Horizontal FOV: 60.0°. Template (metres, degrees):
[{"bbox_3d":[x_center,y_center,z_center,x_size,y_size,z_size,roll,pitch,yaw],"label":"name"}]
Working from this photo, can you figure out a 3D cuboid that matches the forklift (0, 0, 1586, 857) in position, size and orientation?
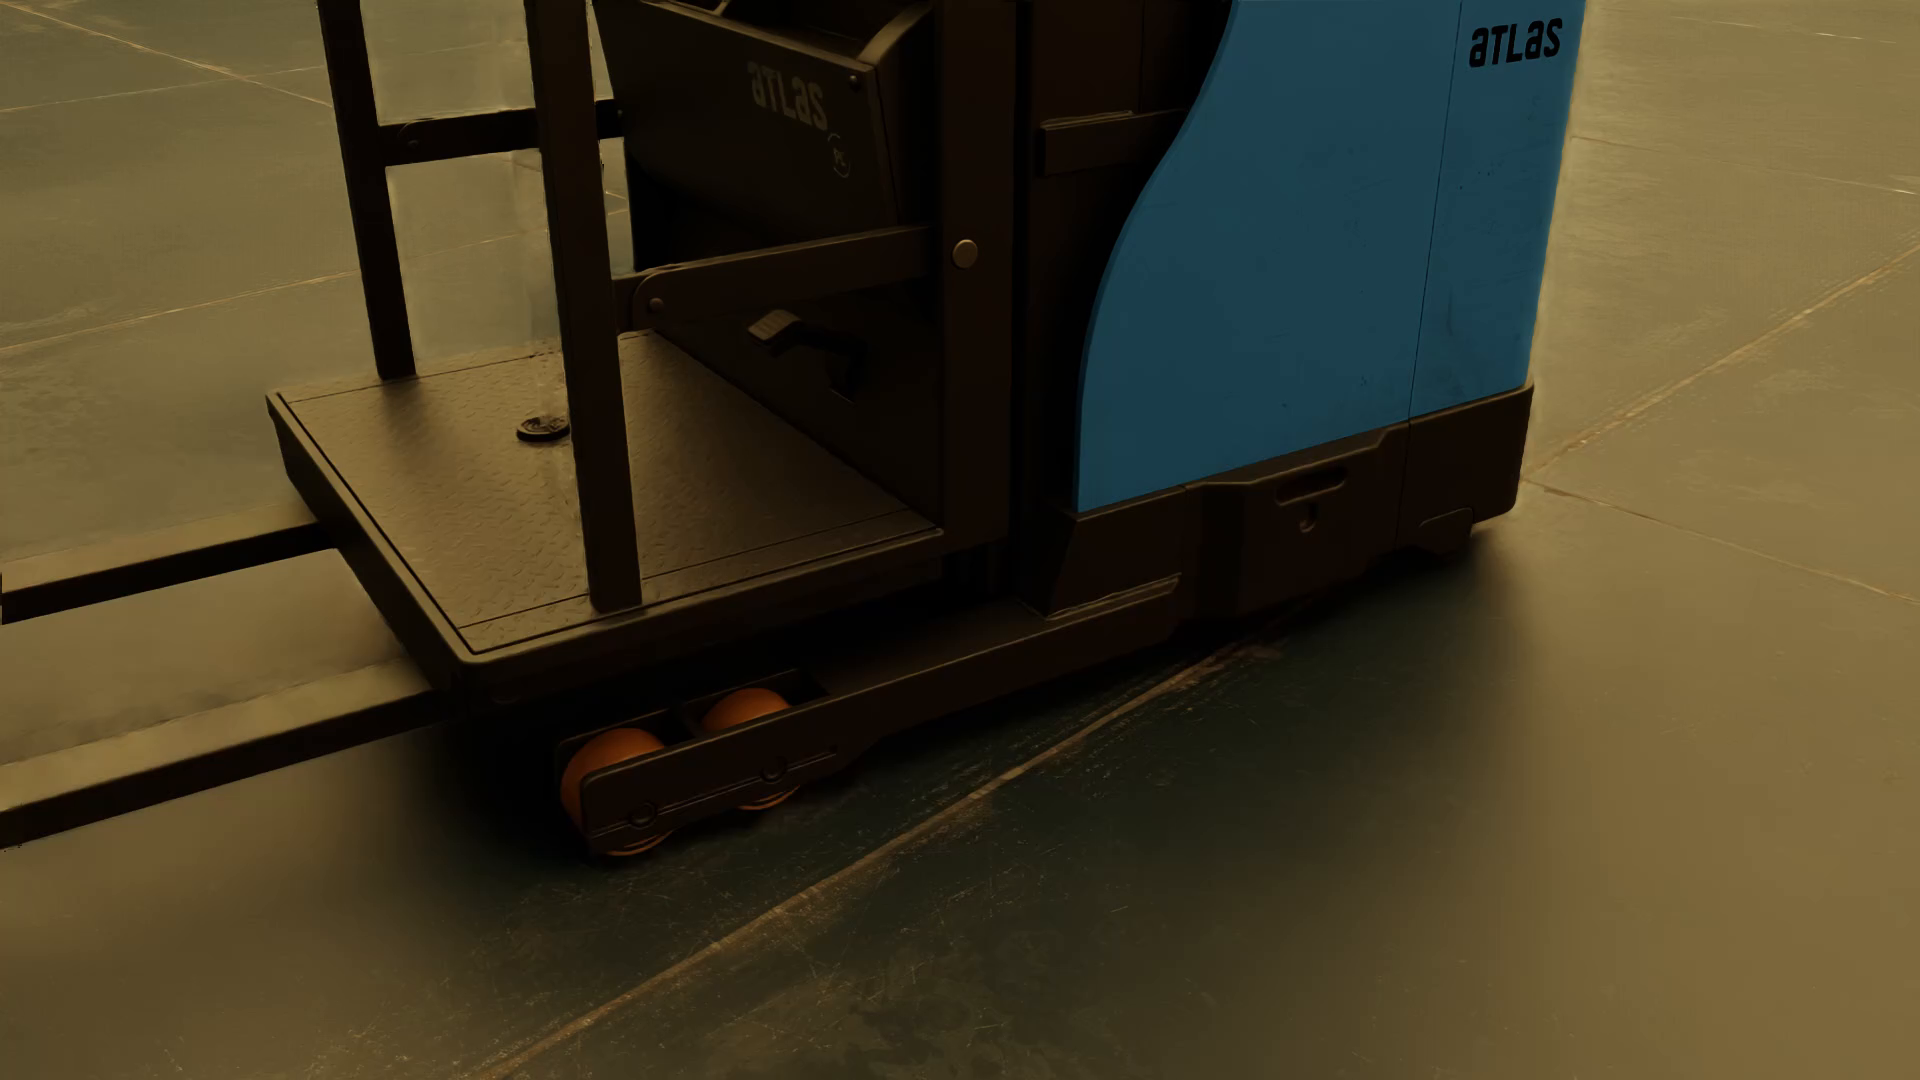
[{"bbox_3d":[-0.482,-1.157,2.137,3.031,2.935,1.130,-16,30,-29],"label":"forklift"}]
